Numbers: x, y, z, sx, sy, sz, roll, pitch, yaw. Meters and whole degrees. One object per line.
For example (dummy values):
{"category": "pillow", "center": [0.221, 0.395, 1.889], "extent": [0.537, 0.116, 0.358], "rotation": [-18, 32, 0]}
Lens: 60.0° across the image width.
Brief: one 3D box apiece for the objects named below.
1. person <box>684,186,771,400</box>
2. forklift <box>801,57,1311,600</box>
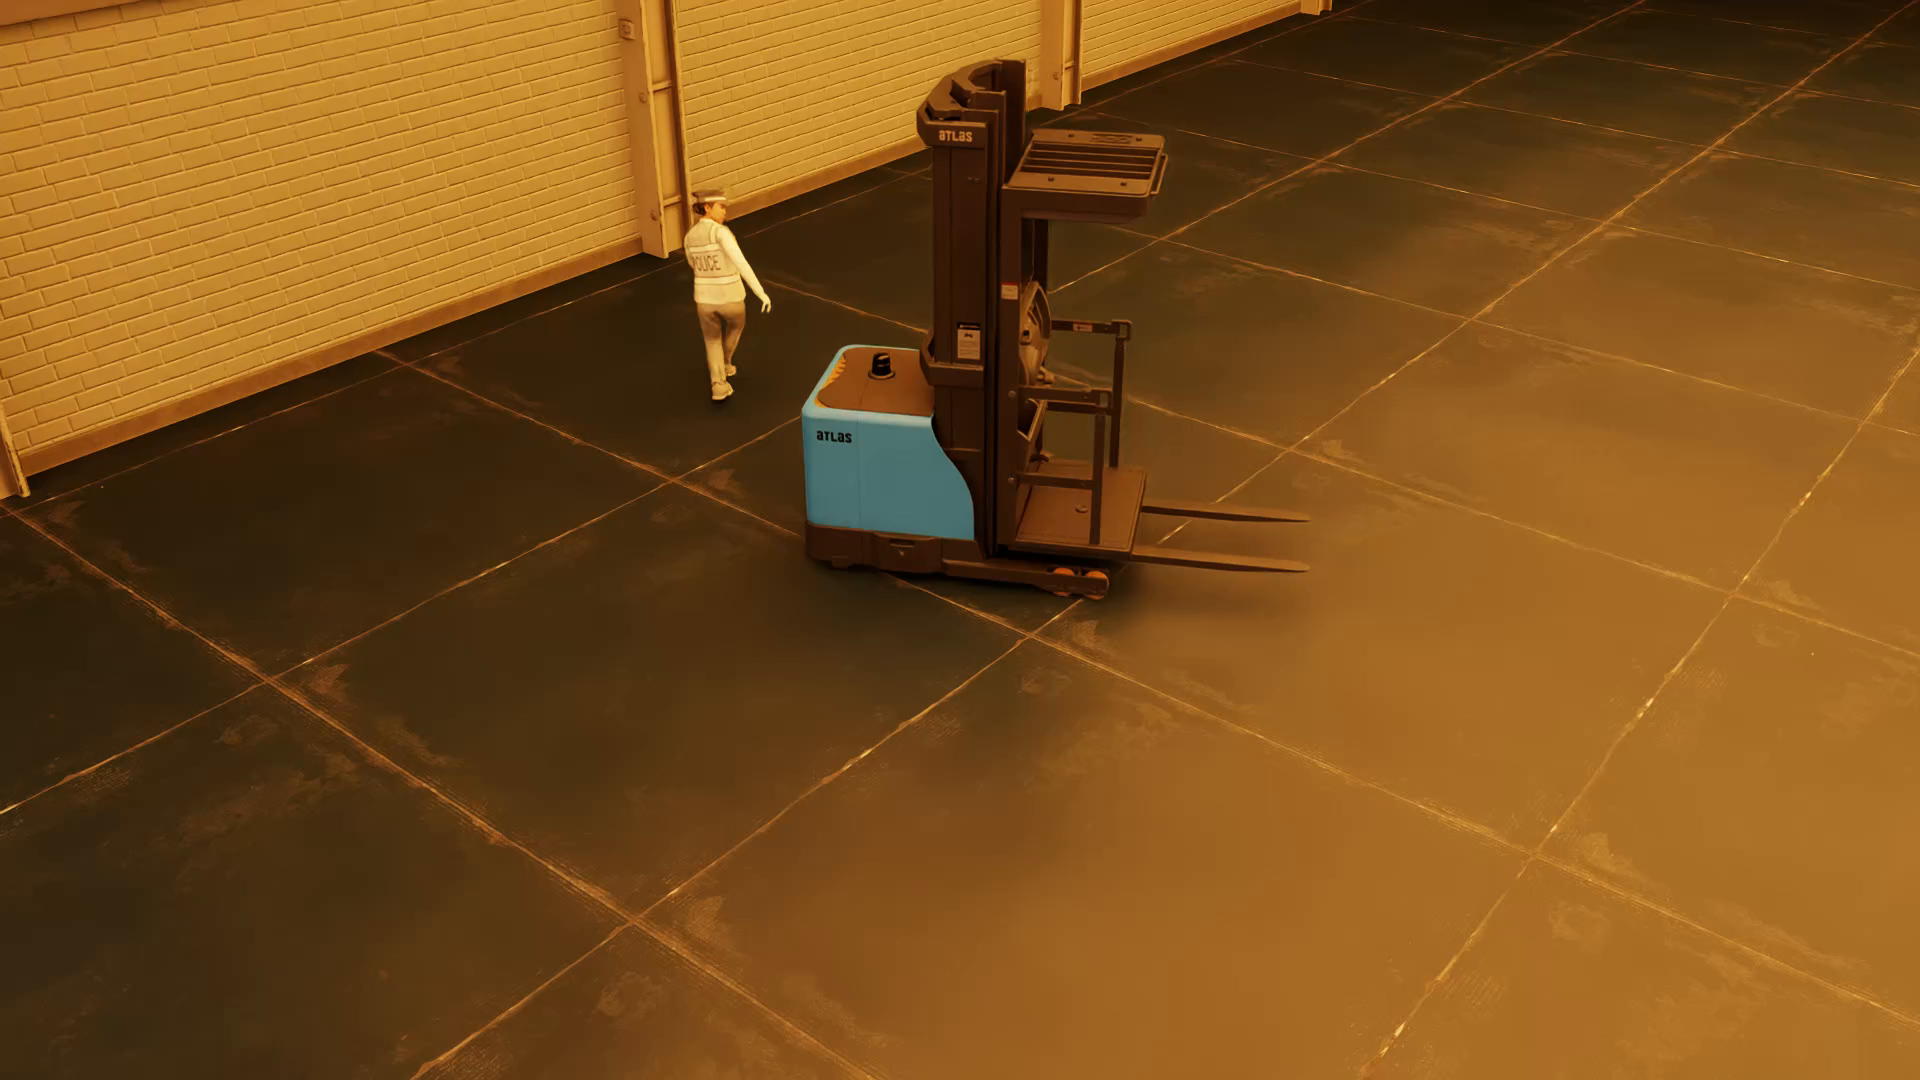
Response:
{"category": "person", "center": [-1.647, -1.803, 12.083], "extent": [0.742, 1.563, 0.777], "rotation": [7, 31, 12]}
{"category": "forklift", "center": [0.624, -1.204, 9.656], "extent": [3.031, 2.935, 1.130], "rotation": [6, 31, 9]}
